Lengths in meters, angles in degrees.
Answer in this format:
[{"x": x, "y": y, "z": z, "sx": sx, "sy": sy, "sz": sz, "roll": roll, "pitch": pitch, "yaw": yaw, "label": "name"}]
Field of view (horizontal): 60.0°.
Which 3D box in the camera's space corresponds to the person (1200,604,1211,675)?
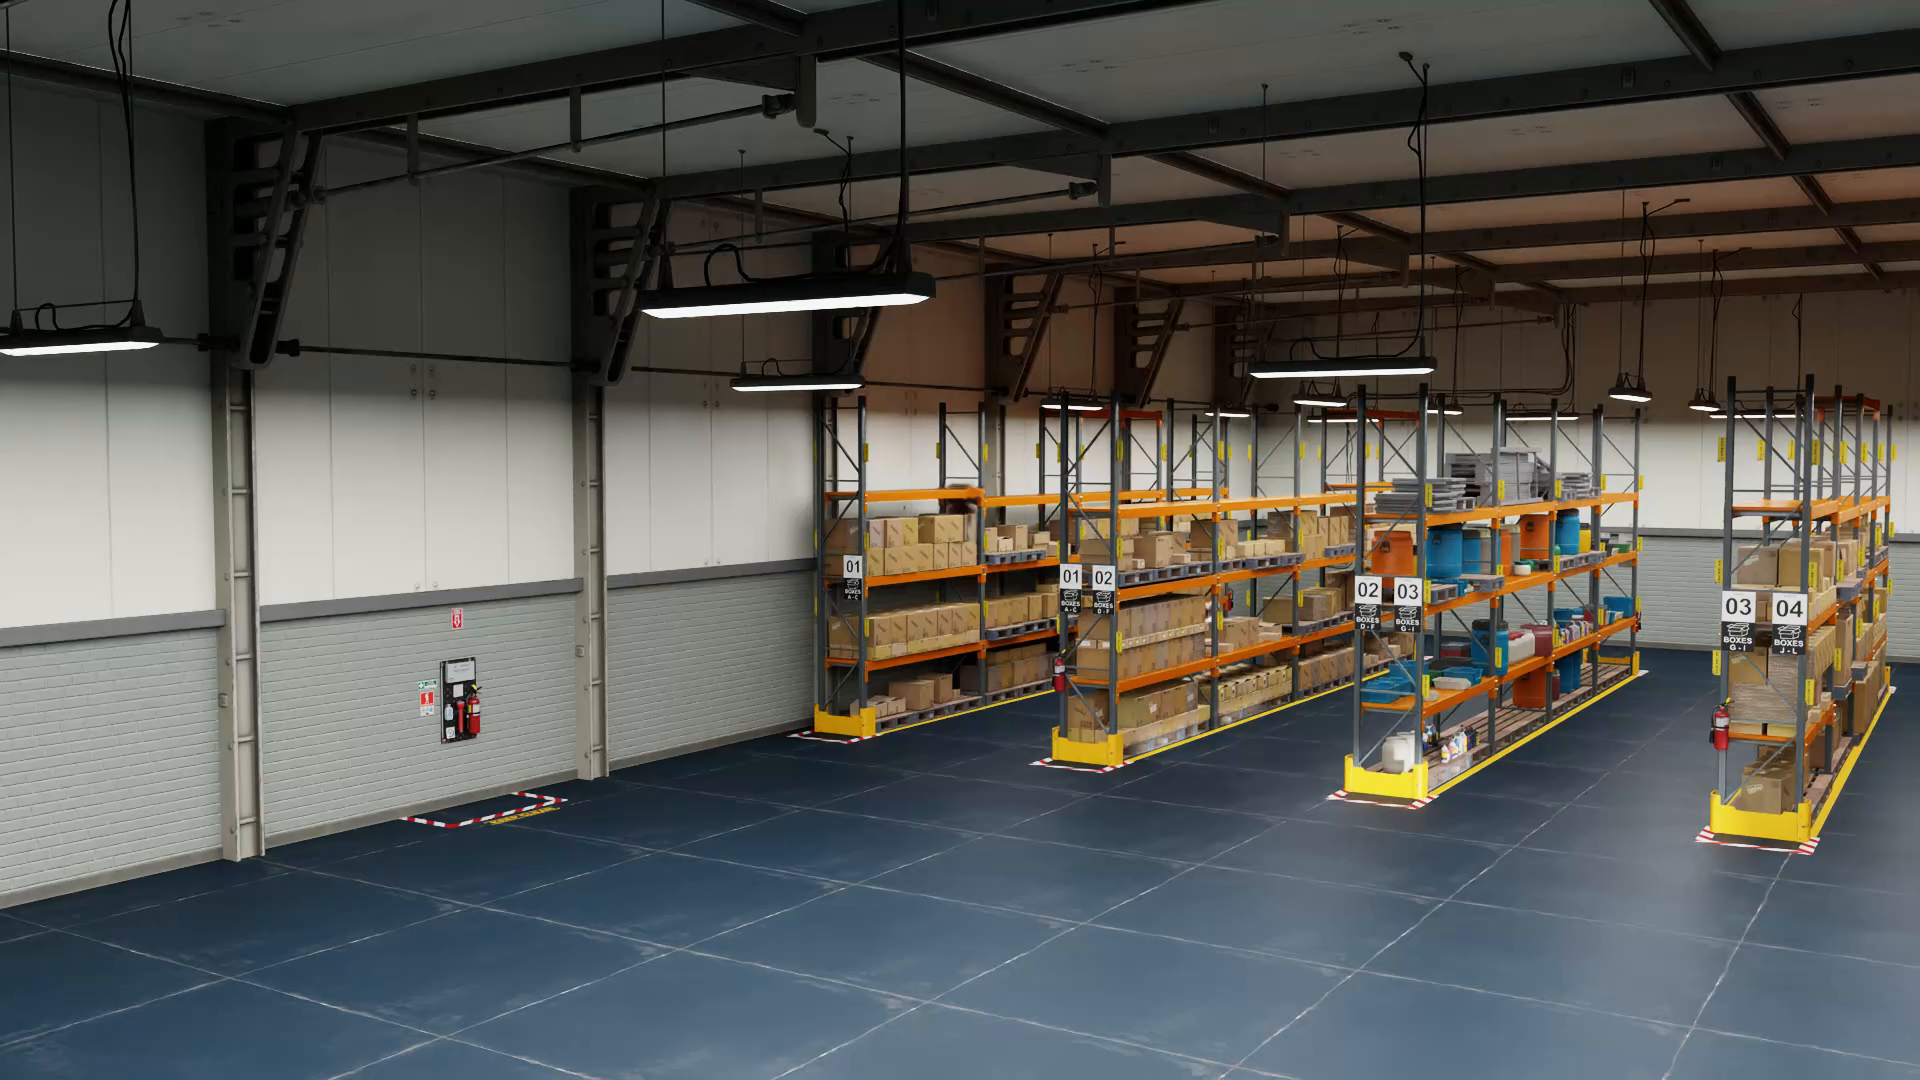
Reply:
[{"x": 5.183, "y": 2.240, "z": 35.730, "sx": 0.642, "sy": 1.736, "sz": 0.972, "roll": 2, "pitch": 3, "yaw": 30, "label": "person"}]
